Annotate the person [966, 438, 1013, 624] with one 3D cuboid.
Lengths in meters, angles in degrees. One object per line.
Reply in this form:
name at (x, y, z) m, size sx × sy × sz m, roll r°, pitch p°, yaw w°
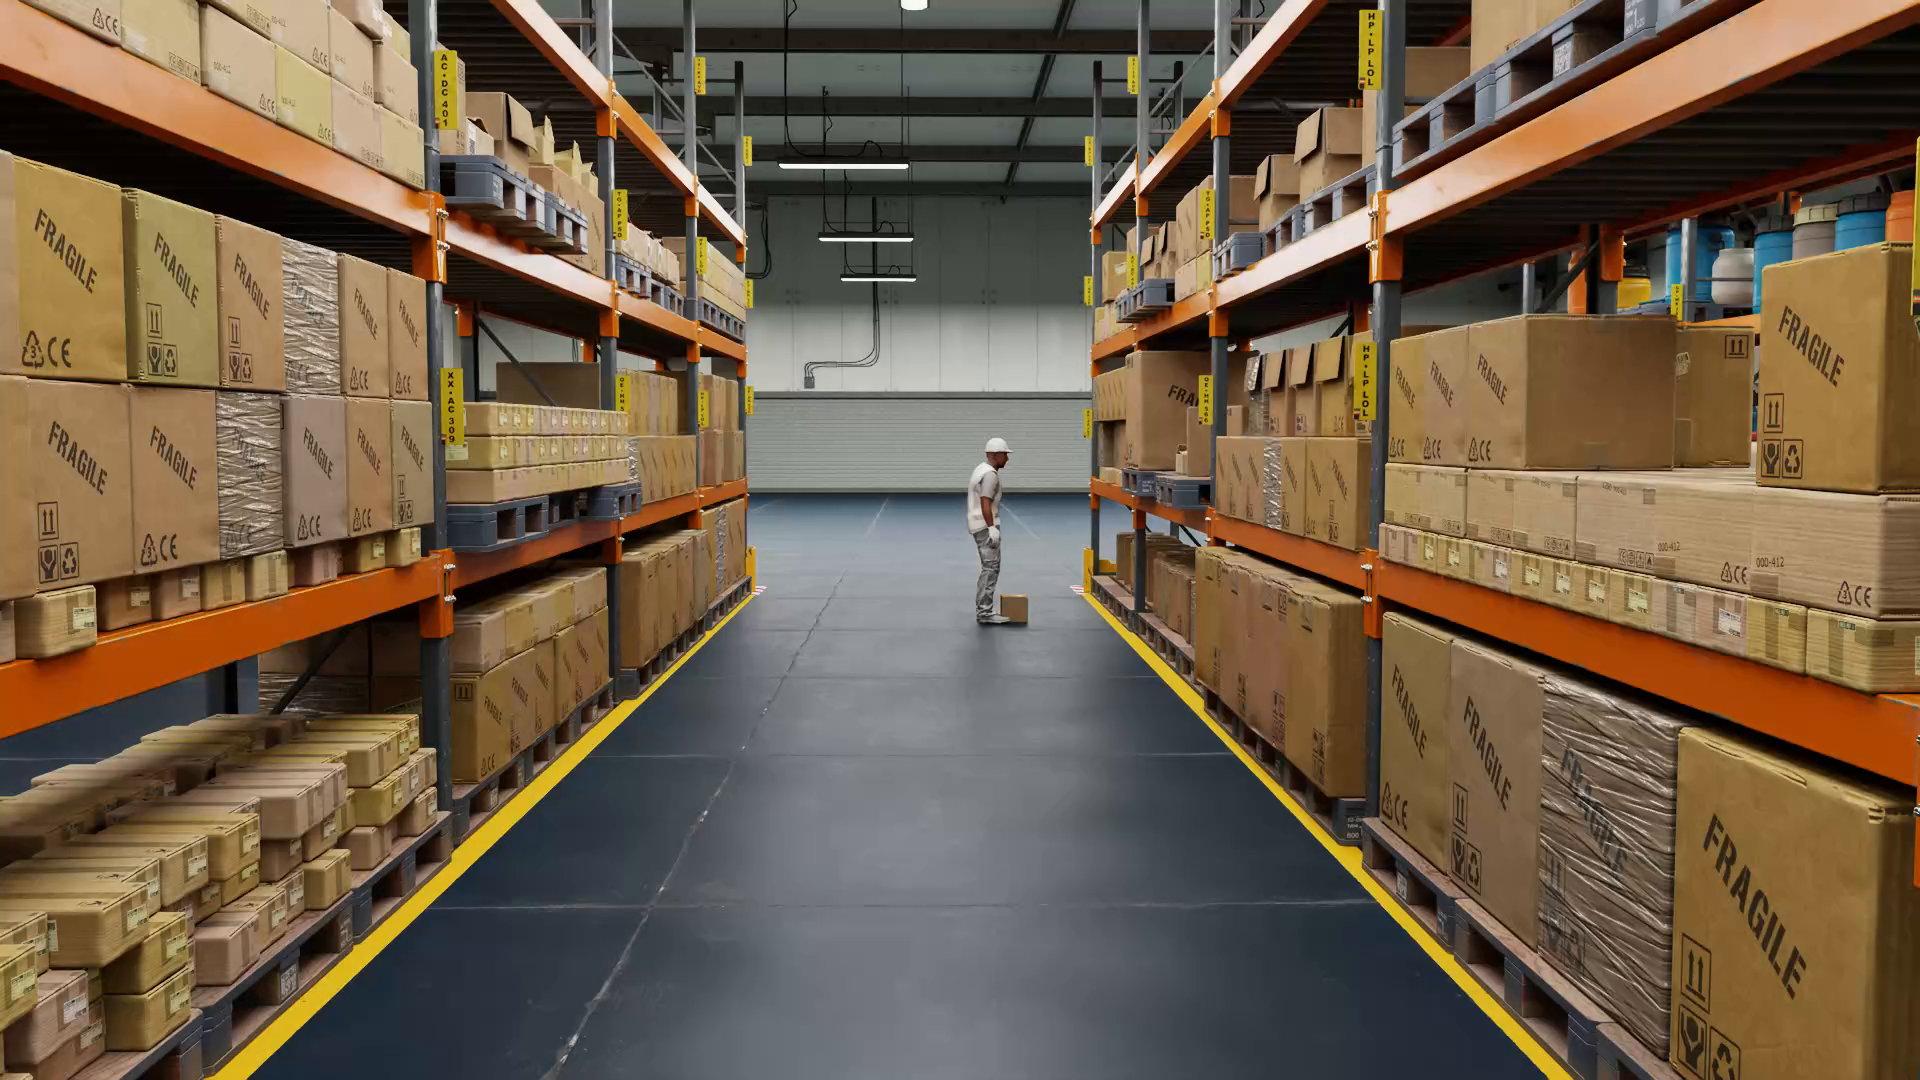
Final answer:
person at (0.290, -0.095, 16.073) m, size 0.449 × 1.773 × 0.614 m, roll 0°, pitch 4°, yaw -2°
